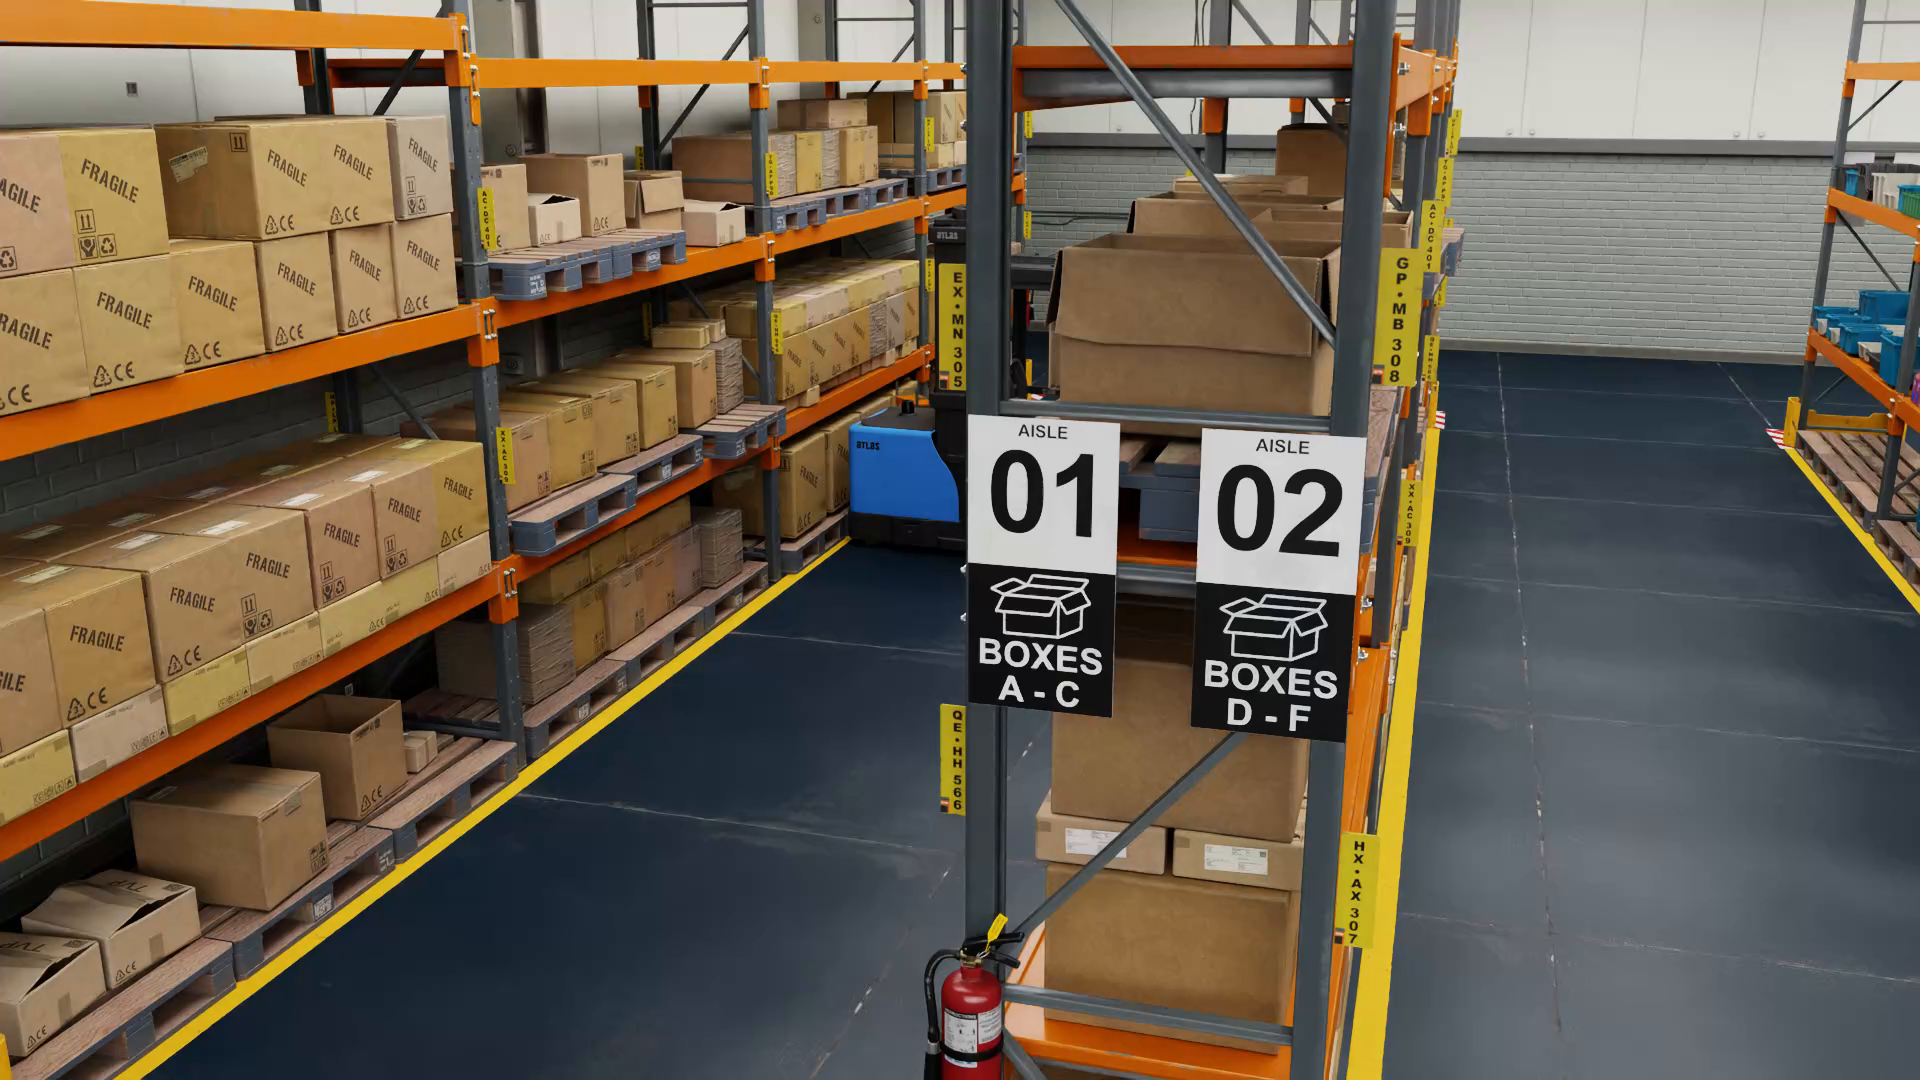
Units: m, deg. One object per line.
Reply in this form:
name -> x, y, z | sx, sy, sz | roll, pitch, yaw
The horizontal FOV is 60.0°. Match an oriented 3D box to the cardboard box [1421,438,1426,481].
cardboard box -> 4.055, -0.668, 15.462 | 0.500, 0.500, 0.500 | 5, 16, 16

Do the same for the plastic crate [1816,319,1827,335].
plastic crate -> 9.249, -2.257, 17.663 | 0.250, 0.136, 0.298 | 5, 16, 16

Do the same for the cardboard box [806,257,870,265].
cardboard box -> -1.210, -2.655, 16.553 | 0.500, 0.250, 0.500 | 5, 17, 18

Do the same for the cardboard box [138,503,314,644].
cardboard box -> -3.378, 0.147, 7.678 | 0.500, 0.500, 0.500 | 5, 17, 18

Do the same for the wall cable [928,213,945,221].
wall cable -> -0.236, -4.137, 22.056 | 0.084, 1.984, 1.851 | 5, 16, 16

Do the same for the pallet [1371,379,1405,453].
pallet -> 1.081, -0.574, 6.023 | 1.003, 0.211, 1.213 | 5, 16, 16

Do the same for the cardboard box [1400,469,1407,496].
cardboard box -> 2.793, -0.386, 11.154 | 0.380, 0.149, 0.250 | 5, 16, 16

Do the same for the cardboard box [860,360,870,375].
cardboard box -> -1.057, -1.643, 15.548 | 0.380, 0.149, 0.250 | 4, 16, 14

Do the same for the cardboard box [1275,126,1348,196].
cardboard box -> 1.861, -1.809, 8.345 | 0.500, 0.500, 0.500 | 5, 17, 17

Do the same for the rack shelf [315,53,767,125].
rack shelf -> -2.535, -2.971, 10.865 | 1.077, 0.370, 4.000 | 5, 16, 16

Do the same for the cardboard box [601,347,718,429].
cardboard box -> -2.223, -1.135, 12.343 | 0.700, 0.500, 0.500 | 3, 16, 11

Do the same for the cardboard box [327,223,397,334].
cardboard box -> -3.166, -1.319, 8.264 | 0.500, 0.500, 0.500 | 3, 16, 11

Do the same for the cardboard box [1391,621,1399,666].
cardboard box -> 2.439, 0.643, 10.308 | 0.500, 0.311, 0.500 | 5, 17, 17

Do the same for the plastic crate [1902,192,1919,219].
plastic crate -> 8.500, -2.901, 14.450 | 0.450, 0.188, 0.662 | 5, 16, 16

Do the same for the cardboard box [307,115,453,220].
cardboard box -> -2.985, -1.930, 8.588 | 0.500, 0.500, 0.500 | 3, 16, 11

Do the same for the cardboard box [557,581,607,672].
cardboard box -> -2.811, 0.558, 11.141 | 0.700, 0.500, 0.500 | 4, 16, 15

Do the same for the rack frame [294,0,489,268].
rack frame -> -3.103, -2.987, 8.868 | 1.000, 3.000, 0.127 | 5, 16, 16

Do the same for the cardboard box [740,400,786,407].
cardboard box -> -1.651, -1.104, 13.648 | 0.380, 0.149, 0.250 | 4, 16, 15

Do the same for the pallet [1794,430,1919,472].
pallet -> 9.534, -0.917, 17.677 | 1.003, 0.211, 1.213 | 5, 16, 16

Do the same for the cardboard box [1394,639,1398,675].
cardboard box -> 2.580, 0.780, 10.851 | 0.500, 0.250, 0.500 | 5, 17, 17

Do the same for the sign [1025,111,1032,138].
sign -> 0.823, -5.025, 20.074 | 0.100, 0.325, 0.005 | 5, 16, 16

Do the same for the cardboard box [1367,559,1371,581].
cardboard box -> 1.703, 0.075, 7.696 | 0.380, 0.149, 0.250 | 4, 16, 15

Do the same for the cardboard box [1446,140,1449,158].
cardboard box -> 5.014, -4.183, 17.942 | 0.500, 0.250, 0.500 | 5, 16, 16

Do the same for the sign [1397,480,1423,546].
sign -> 2.180, -0.129, 8.056 | 0.100, 0.325, 0.005 | 5, 16, 16

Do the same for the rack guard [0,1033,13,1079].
rack guard -> -4.218, 2.129, 6.408 | 1.175, 0.500, 0.348 | 5, 16, 16

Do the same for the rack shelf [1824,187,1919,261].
rack shelf -> 9.237, -3.045, 15.890 | 1.077, 0.370, 4.000 | 5, 16, 16

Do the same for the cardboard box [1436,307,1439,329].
cardboard box -> 5.047, -2.631, 18.423 | 0.500, 0.500, 0.500 | 5, 17, 16

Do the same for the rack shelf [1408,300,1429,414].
rack shelf -> 2.216, -1.337, 9.869 | 1.077, 0.370, 4.000 | 5, 16, 16

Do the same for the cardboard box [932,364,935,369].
cardboard box -> -0.098, -1.905, 18.670 | 0.380, 0.149, 0.250 | 4, 16, 14

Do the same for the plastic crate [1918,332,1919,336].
plastic crate -> 9.280, -1.782, 15.723 | 0.437, 0.282, 0.530 | 5, 16, 16

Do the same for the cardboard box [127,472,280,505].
cardboard box -> -3.734, -0.027, 8.291 | 0.500, 0.500, 0.500 | 5, 17, 17

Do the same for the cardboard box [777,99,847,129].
cardboard box -> -1.348, -3.891, 15.191 | 0.500, 0.250, 0.500 | 4, 16, 14

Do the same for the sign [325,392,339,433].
sign -> -3.636, -0.700, 9.677 | 0.100, 0.325, 0.005 | 5, 16, 16

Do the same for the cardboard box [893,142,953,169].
cardboard box -> -0.380, -3.975, 17.171 | 0.500, 0.250, 0.500 | 5, 16, 16

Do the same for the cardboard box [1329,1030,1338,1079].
cardboard box -> 1.157, 2.065, 6.321 | 0.500, 0.250, 0.500 | 5, 16, 16

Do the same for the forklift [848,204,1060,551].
forklift -> 0.590, -1.351, 14.222 | 3.031, 2.935, 1.130 | 6, 17, 19

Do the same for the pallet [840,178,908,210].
pallet -> -1.043, -3.301, 15.823 | 0.805, 0.209, 1.217 | 4, 16, 14

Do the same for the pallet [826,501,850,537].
pallet -> -1.321, -0.324, 15.585 | 1.003, 0.211, 1.213 | 5, 16, 16

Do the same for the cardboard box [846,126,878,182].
cardboard box -> -1.185, -3.674, 15.801 | 0.700, 0.500, 0.500 | 4, 16, 13

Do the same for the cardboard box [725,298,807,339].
cardboard box -> -1.582, -1.815, 13.591 | 0.500, 0.250, 0.500 | 5, 17, 17

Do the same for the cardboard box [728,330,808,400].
cardboard box -> -1.583, -1.455, 13.697 | 0.500, 0.500, 0.500 | 5, 17, 18

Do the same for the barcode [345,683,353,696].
barcode -> -3.487, 0.859, 9.491 | 0.001, 0.075, 0.075 | 5, 16, 16

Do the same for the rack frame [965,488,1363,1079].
rack frame -> 0.511, 1.329, 4.646 | 1.000, 3.000, 0.127 | 5, 16, 16

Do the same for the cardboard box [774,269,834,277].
cardboard box -> -1.490, -2.386, 15.605 | 0.500, 0.250, 0.500 | 4, 16, 14

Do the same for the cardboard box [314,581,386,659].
cardboard box -> -3.225, 0.372, 8.259 | 0.500, 0.250, 0.500 | 5, 16, 16

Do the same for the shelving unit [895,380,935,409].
shelving unit -> -0.404, -0.872, 15.695 | 0.258, 1.200, 0.503 | -6, 17, -23

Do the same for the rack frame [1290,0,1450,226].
rack frame -> 2.784, -3.650, 11.206 | 1.000, 3.000, 0.127 | 5, 16, 16

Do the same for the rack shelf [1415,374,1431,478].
rack shelf -> 3.353, -0.941, 13.968 | 1.077, 0.370, 4.000 | 5, 16, 16

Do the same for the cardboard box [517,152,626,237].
cardboard box -> -2.521, -2.253, 10.826 | 0.500, 0.500, 0.500 | 4, 16, 14

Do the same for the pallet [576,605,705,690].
pallet -> -2.538, 0.717, 11.914 | 1.003, 0.211, 1.213 | 5, 16, 16

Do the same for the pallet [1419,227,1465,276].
pallet -> 2.677, -1.931, 10.991 | 1.213, 0.211, 1.003 | 5, 17, 18

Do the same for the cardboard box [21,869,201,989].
cardboard box -> -3.795, 1.705, 7.443 | 0.500, 0.311, 0.500 | 6, 17, 20
